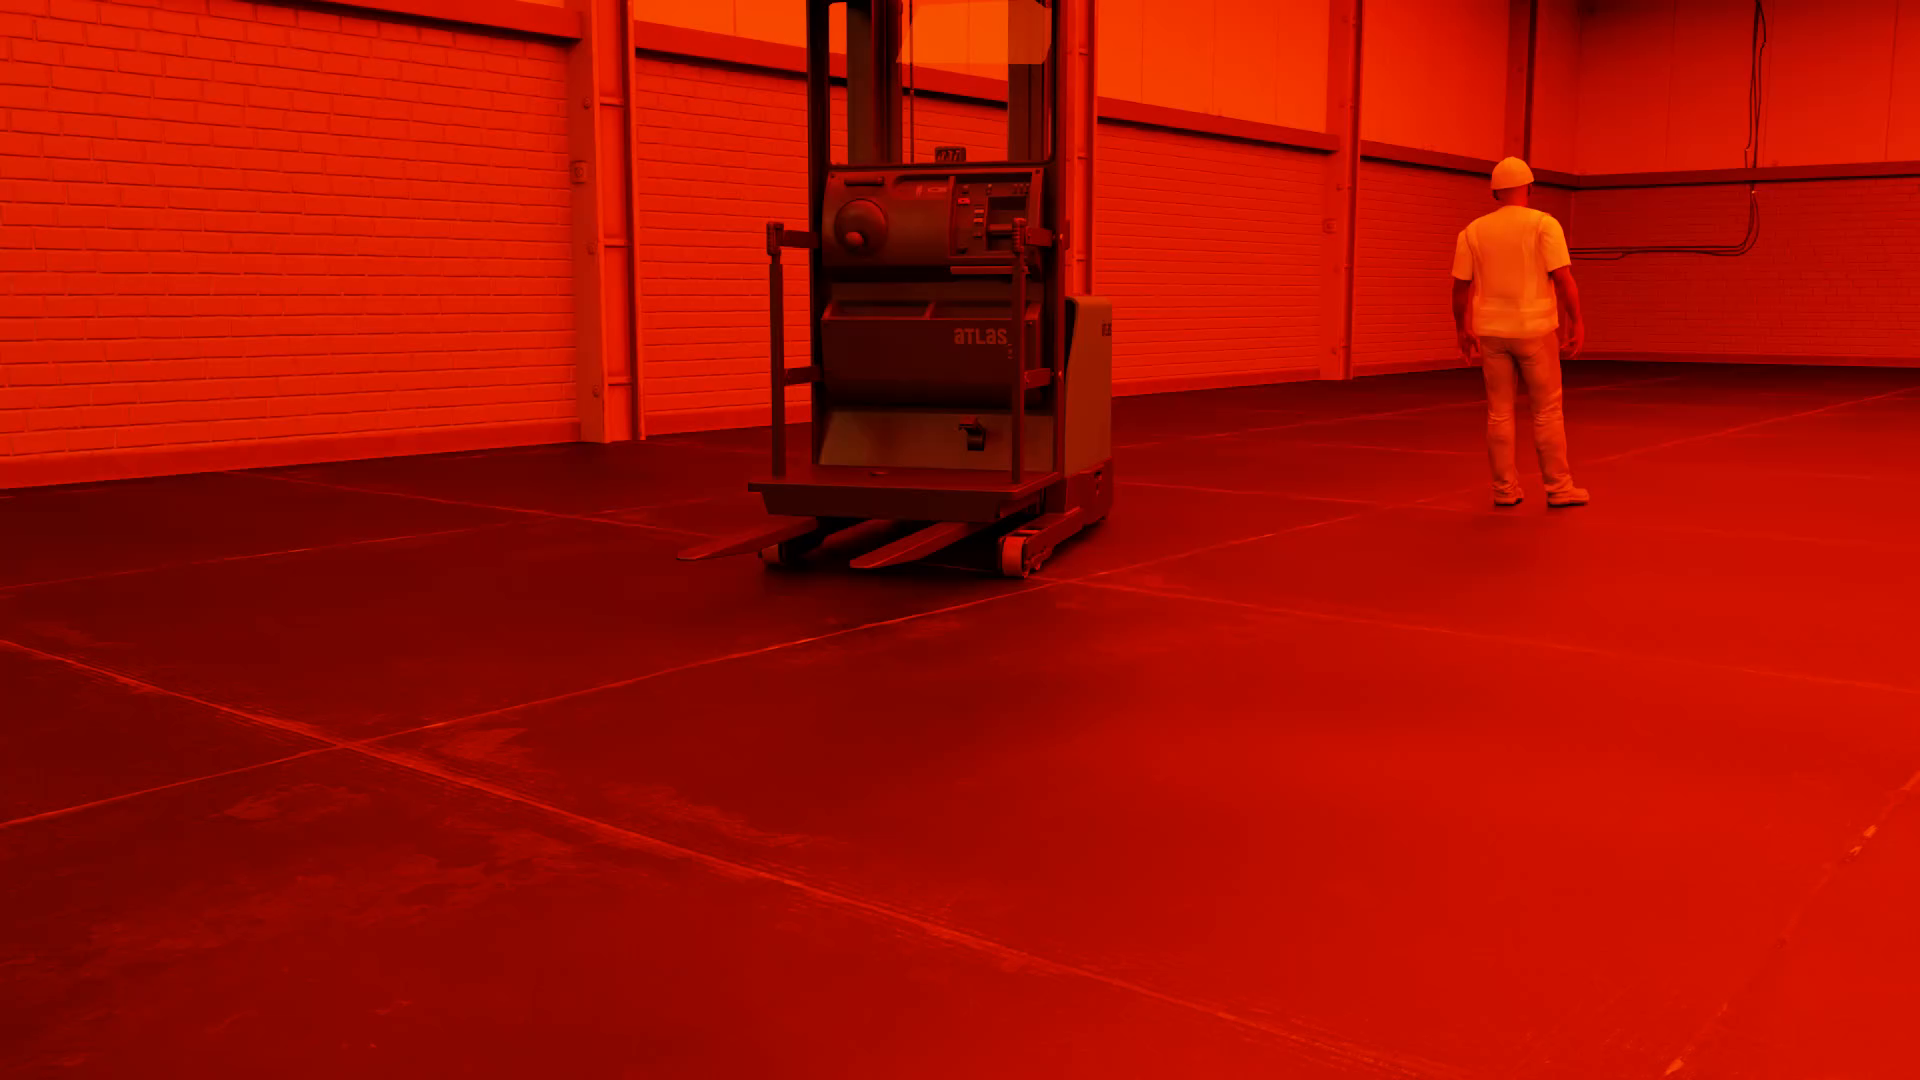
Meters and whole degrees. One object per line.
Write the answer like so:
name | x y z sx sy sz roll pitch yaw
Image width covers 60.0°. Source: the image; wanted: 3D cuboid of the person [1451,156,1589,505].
person | 2.903 -1.073 8.591 0.665 1.768 0.575 7 11 40

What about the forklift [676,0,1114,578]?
forklift | -0.176 -1.366 6.616 1.130 2.935 3.031 3 9 17
